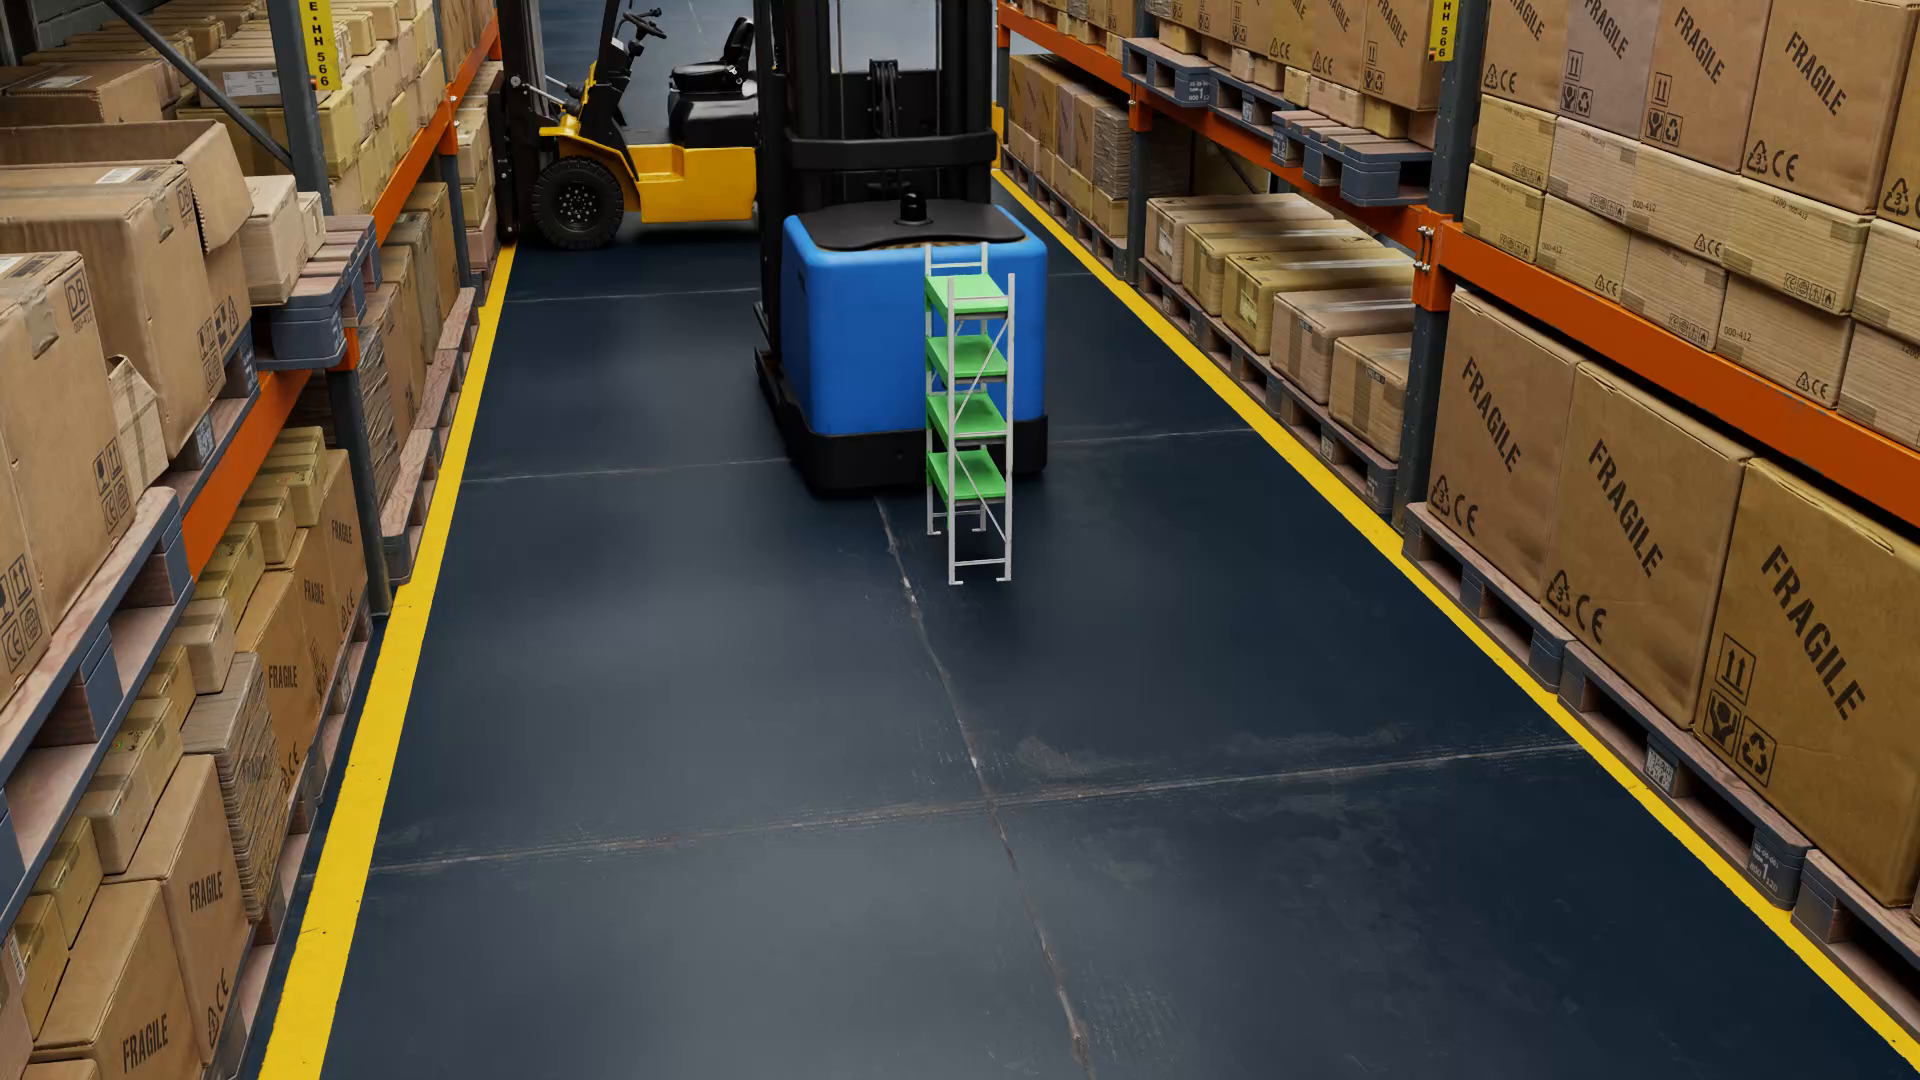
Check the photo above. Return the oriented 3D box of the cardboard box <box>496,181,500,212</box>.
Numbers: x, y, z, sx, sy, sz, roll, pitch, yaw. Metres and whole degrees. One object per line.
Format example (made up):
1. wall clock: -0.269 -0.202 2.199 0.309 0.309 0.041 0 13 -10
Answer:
1. cardboard box: -3.392 -2.396 11.399 0.500 0.250 0.500 -4 24 -8

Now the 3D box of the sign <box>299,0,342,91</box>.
1. sign: -2.063 -1.613 5.347 0.100 0.325 0.005 -4 24 -10

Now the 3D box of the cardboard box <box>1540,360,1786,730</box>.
1. cardboard box: 2.490 -0.033 5.208 0.875 0.875 0.875 -4 24 -9

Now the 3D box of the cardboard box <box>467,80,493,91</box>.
1. cardboard box: -3.479 -3.056 11.660 0.500 0.250 0.500 -4 24 -9

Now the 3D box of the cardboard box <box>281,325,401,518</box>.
1. cardboard box: -2.696 -0.425 6.418 0.875 0.625 0.625 -4 24 -8

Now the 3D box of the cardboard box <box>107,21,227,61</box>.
1. cardboard box: -3.085 -1.932 6.489 0.380 0.149 0.250 -4 24 -10

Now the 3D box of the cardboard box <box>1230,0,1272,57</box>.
1. cardboard box: 1.625 -2.592 7.916 0.500 0.500 0.500 -5 24 -12

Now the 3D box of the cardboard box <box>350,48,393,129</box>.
1. cardboard box: -2.607 -1.832 6.759 0.500 0.250 0.500 -5 24 -11

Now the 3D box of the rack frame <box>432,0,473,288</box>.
1. rack frame: -3.334 -2.648 9.065 1.000 3.000 0.127 -4 24 -10

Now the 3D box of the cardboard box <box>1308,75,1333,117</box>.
1. cardboard box: 1.741 -1.928 7.205 0.380 0.149 0.250 -5 24 -12

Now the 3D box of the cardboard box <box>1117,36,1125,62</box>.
1. cardboard box: 1.184 -3.005 10.198 0.380 0.149 0.250 -5 24 -10

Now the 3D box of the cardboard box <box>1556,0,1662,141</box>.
1. cardboard box: 2.235 -1.541 5.156 0.500 0.500 0.500 -4 24 -10

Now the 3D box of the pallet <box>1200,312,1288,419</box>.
1. pallet: 1.918 -0.952 8.666 1.003 0.211 1.213 -4 24 -10

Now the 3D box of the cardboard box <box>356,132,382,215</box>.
1. cardboard box: -2.524 -1.397 6.387 0.500 0.250 0.500 -5 24 -11

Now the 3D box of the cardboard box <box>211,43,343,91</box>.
1. cardboard box: -2.414 -1.670 5.890 0.380 0.149 0.250 -4 24 -9

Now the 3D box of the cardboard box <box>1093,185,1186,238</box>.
1. cardboard box: 1.170 -2.162 10.863 0.500 0.250 0.500 -3 24 -7

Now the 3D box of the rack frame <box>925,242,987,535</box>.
1. rack frame: -0.014 -0.581 6.581 0.240 1.200 0.015 -4 24 -10

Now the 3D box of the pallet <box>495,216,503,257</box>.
1. pallet: -3.669 -2.167 11.447 1.003 0.211 1.213 -4 24 -10

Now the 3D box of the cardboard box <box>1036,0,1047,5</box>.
1. cardboard box: 0.813 -4.162 12.034 0.500 0.500 0.500 -5 24 -11

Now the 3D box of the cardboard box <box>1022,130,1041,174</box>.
1. cardboard box: 0.768 -2.983 12.744 0.500 0.250 0.500 -3 24 -8

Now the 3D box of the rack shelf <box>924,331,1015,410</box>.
1. rack shelf: 0.031 -0.646 6.290 0.258 0.148 0.480 -4 24 -10

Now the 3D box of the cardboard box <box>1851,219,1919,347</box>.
1. cardboard box: 2.501 -0.585 3.905 0.500 0.250 0.500 -4 24 -8

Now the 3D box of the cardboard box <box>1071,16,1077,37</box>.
1. cardboard box: 0.975 -3.508 11.347 0.380 0.149 0.250 -5 24 -11

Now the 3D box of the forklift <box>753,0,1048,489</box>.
1. forklift: -0.448 -2.122 7.947 1.130 2.935 3.031 -5 24 -12

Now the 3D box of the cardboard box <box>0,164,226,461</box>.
1. cardboard box: -1.965 -0.459 3.403 0.700 0.500 0.500 -4 24 -10

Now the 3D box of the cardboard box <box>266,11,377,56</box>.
1. cardboard box: -2.613 -2.072 6.810 0.380 0.149 0.250 -4 24 -9

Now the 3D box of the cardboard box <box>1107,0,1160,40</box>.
1. cardboard box: 1.217 -3.355 10.188 0.500 0.500 0.500 -5 24 -11

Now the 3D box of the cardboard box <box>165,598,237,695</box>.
1. cardboard box: -2.037 0.280 4.148 0.380 0.149 0.250 -5 24 -12

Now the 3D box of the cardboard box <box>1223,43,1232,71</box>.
1. cardboard box: 1.550 -2.447 8.394 0.380 0.149 0.250 -4 24 -9

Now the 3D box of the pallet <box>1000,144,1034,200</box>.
1. pallet: 0.933 -2.960 13.264 1.003 0.211 1.213 -4 24 -10

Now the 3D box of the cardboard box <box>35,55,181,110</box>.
1. cardboard box: -2.853 -1.531 5.571 0.380 0.149 0.250 -4 24 -8

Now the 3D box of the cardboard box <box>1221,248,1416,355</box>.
1. cardboard box: 1.909 -1.243 8.607 0.950 0.372 0.625 -4 24 -8

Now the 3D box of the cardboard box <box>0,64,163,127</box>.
1. cardboard box: -2.653 -1.099 4.868 0.500 0.500 0.500 -3 24 -7

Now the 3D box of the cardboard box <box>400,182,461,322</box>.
1. cardboard box: -3.227 -1.548 8.988 0.875 0.625 0.625 -3 24 -7

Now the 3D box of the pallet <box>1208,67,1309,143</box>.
1. pallet: 1.877 -2.131 8.121 1.003 0.211 1.213 -4 24 -10

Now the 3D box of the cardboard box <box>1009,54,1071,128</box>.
1. cardboard box: 0.686 -3.519 13.033 0.500 0.500 0.500 -5 24 -12

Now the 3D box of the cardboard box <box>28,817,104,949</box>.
1. cardboard box: -1.909 0.684 3.225 0.380 0.149 0.250 -5 24 -11

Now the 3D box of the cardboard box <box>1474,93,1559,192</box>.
1. cardboard box: 2.134 -1.386 5.739 0.500 0.250 0.500 -4 24 -10

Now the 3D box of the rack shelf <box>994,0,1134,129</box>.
1. rack shelf: 1.174 -3.474 11.855 1.077 0.370 4.000 -4 24 -10

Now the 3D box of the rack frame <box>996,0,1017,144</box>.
1. rack frame: 0.804 -4.590 13.512 1.000 3.000 0.127 -4 24 -10

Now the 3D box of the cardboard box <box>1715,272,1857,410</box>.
1. cardboard box: 2.425 -0.562 4.477 0.500 0.250 0.500 -4 24 -10

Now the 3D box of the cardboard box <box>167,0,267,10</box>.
1. cardboard box: -3.296 -2.331 7.405 0.380 0.149 0.250 -4 24 -10

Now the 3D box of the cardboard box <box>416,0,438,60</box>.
1. cardboard box: -2.992 -2.634 8.596 0.500 0.250 0.500 -5 24 -11

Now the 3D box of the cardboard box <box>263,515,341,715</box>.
1. cardboard box: -2.223 0.227 5.082 0.500 0.500 0.500 -5 24 -11

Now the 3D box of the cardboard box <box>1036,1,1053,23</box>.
1. cardboard box: 0.776 -3.915 12.280 0.380 0.149 0.250 -4 24 -8

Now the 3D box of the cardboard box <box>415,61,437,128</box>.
1. cardboard box: -2.885 -2.203 8.234 0.500 0.250 0.500 -4 24 -10

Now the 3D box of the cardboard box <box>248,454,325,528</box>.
1. cardboard box: -2.173 -0.138 5.107 0.380 0.149 0.250 -6 24 -12

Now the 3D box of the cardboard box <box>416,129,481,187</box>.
1. cardboard box: -3.115 -2.252 9.820 0.500 0.250 0.500 -5 24 -11

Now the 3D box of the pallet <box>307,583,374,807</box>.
1. pallet: -2.493 0.500 5.342 1.003 0.211 1.213 -4 24 -10

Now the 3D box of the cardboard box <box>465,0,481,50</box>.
1. cardboard box: -3.439 -3.490 10.868 0.500 0.500 0.500 -4 24 -9

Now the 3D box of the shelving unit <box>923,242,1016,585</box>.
1. shelving unit: 0.031 -0.485 6.361 0.258 1.200 0.503 -4 24 -10

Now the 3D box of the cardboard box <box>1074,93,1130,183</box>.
1. cardboard box: 1.074 -2.706 11.171 0.500 0.500 0.500 -4 24 -9

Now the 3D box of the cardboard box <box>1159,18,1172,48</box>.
1. cardboard box: 1.335 -2.853 9.324 0.380 0.149 0.250 -4 24 -9

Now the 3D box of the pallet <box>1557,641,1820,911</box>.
1. pallet: 2.577 0.629 5.046 1.003 0.211 1.213 -4 24 -10

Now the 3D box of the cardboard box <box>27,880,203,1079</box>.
1. cardboard box: -1.831 1.036 3.228 0.500 0.500 0.500 -5 24 -10
